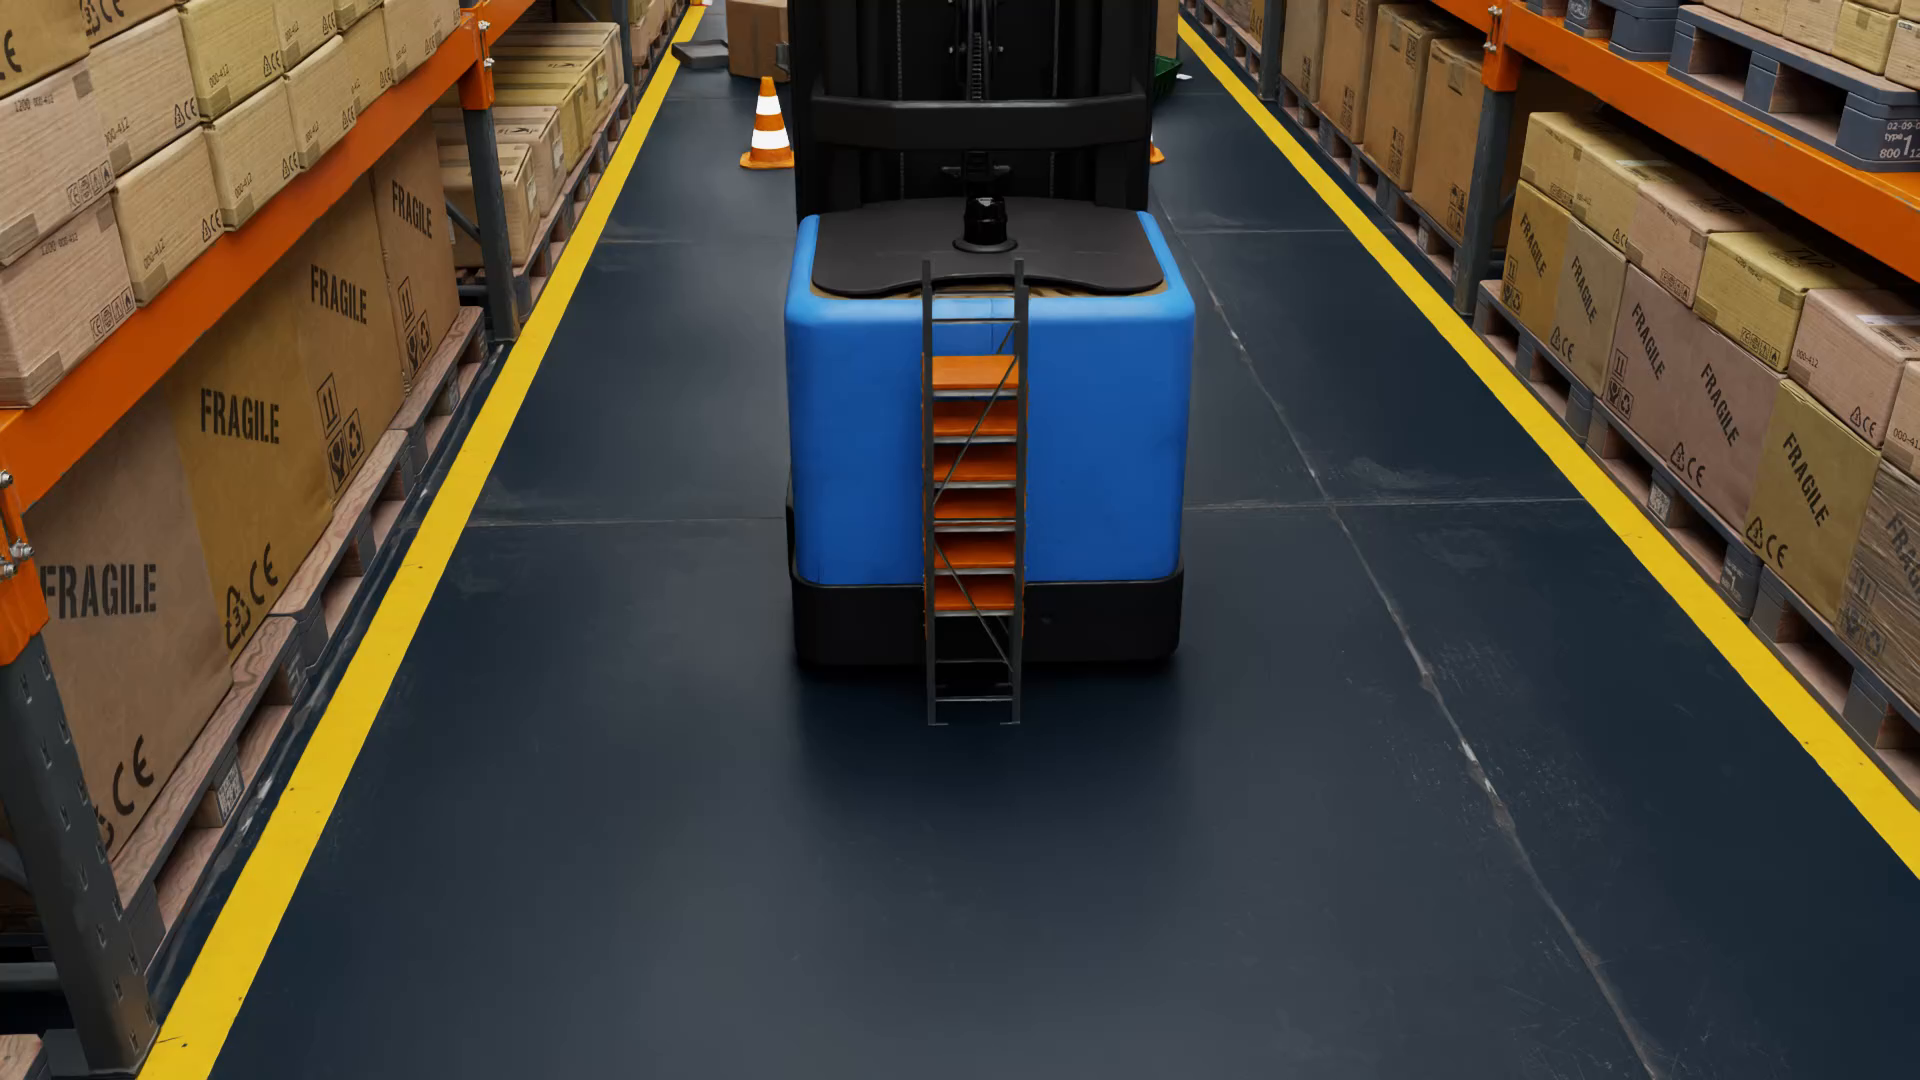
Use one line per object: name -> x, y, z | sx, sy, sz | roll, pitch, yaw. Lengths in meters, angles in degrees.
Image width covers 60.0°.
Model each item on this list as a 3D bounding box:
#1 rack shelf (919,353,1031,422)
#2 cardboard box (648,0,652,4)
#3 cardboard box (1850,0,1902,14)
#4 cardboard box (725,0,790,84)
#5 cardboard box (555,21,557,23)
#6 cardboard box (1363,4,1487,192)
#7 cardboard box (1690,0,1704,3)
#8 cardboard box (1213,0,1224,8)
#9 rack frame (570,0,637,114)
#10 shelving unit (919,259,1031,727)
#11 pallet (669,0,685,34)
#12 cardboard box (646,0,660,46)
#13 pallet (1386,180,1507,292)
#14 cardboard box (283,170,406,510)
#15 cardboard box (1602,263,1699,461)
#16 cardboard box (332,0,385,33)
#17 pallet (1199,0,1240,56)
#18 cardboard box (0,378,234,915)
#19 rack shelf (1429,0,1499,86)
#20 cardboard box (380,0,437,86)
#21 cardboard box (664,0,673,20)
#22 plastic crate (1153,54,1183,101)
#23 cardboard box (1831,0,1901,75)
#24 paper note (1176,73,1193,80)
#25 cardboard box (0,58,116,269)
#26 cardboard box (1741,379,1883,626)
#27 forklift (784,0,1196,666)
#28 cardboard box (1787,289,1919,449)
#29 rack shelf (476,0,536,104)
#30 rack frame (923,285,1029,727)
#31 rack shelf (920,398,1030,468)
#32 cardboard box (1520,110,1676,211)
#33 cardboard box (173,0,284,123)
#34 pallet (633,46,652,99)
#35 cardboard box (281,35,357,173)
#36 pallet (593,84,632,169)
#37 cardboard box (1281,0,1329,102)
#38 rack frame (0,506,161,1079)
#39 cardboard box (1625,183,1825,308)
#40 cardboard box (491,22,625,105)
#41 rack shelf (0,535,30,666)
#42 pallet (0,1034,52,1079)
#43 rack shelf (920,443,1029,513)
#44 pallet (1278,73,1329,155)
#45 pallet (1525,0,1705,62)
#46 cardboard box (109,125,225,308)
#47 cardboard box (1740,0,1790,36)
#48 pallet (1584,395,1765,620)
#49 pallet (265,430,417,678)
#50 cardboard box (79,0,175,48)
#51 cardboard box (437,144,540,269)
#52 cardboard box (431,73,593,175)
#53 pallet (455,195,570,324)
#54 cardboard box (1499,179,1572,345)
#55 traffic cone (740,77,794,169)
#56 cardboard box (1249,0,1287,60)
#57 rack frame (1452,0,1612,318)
rack shelf -> 0.033, -0.367, 3.970 | 0.258, 0.103, 0.180 | -1, 28, -2
cardboard box -> -2.324, -3.818, 11.036 | 0.500, 0.500, 0.500 | 0, 28, -1
cardboard box -> 2.542, -1.459, 4.300 | 0.380, 0.149, 0.250 | -1, 28, -2
cardboard box -> -1.220, -3.413, 11.251 | 0.500, 0.500, 0.500 | 19, 33, 32
cardboard box -> -2.823, -3.227, 10.712 | 0.500, 0.250, 0.500 | 0, 28, 0
cardboard box -> 2.633, -2.188, 8.180 | 1.050, 0.750, 0.750 | -1, 28, -2
cardboard box -> 2.489, -1.802, 5.279 | 0.380, 0.149, 0.250 | 0, 28, 0
cardboard box -> 2.355, -4.533, 12.540 | 0.875, 0.875, 0.875 | -2, 28, -3
rack frame -> -2.523, -3.993, 9.662 | 1.000, 3.000, 0.127 | -1, 28, -3
shelving unit -> 0.033, -0.089, 4.120 | 0.258, 1.200, 0.189 | -1, 28, -2
pallet -> -2.721, -4.193, 13.061 | 1.003, 0.211, 1.213 | -1, 28, -3
cardboard box -> -2.324, -3.485, 11.208 | 0.500, 0.250, 0.500 | 0, 28, 0
pallet -> 2.658, -1.441, 7.786 | 1.003, 0.211, 1.213 | -1, 28, -3
cardboard box -> -2.319, -0.657, 5.109 | 0.875, 0.875, 0.875 | -1, 28, -2
cardboard box -> 2.467, -0.588, 5.383 | 0.500, 0.500, 0.500 | -2, 28, -4
cardboard box -> -1.958, -1.611, 4.716 | 0.500, 0.250, 0.500 | -2, 28, -4
pallet -> 2.386, -3.841, 12.386 | 1.003, 0.211, 1.213 | -1, 28, -3
cardboard box -> -2.218, 0.173, 3.518 | 0.875, 0.875, 0.875 | -1, 28, -1
rack shelf -> 2.519, -2.917, 8.376 | 1.077, 0.370, 4.000 | -1, 28, -3
cardboard box -> -1.986, -1.616, 5.268 | 0.500, 0.250, 0.500 | -1, 28, -2
cardboard box -> -2.369, -3.960, 12.117 | 0.500, 0.250, 0.500 | -2, 28, -4
plastic crate -> 1.097, -2.987, 10.711 | 0.450, 0.188, 0.662 | 22, 34, 18
cardboard box -> 2.543, -1.320, 4.354 | 0.380, 0.149, 0.250 | 0, 28, 0
paper note -> 1.475, -3.132, 11.221 | 0.147, 0.020, 0.142 | -23, 35, -37
cardboard box -> -1.847, -0.664, 2.900 | 0.500, 0.250, 0.500 | -2, 28, -4
cardboard box -> 2.516, -0.115, 4.476 | 0.500, 0.500, 0.500 | -2, 28, -4
forklift -> 0.028, -1.606, 5.159 | 1.130, 2.935, 3.031 | -1, 28, -2
cardboard box -> 2.528, -0.451, 4.308 | 0.500, 0.250, 0.500 | 0, 28, 0
rack shelf -> -2.419, -2.750, 8.058 | 1.077, 0.370, 4.000 | -1, 28, -3
rack frame -> 0.036, -0.046, 4.040 | 0.240, 1.200, 0.006 | -1, 28, -2
rack shelf -> 0.033, -0.261, 4.027 | 0.258, 0.103, 0.180 | -1, 28, -2
cardboard box -> 2.418, -1.398, 6.125 | 0.500, 0.250, 0.500 | -3, 28, -5
cardboard box -> -1.902, -1.137, 3.809 | 0.500, 0.250, 0.500 | -1, 28, -2
pallet -> -2.594, -3.066, 10.900 | 1.003, 0.211, 1.213 | -1, 28, -3
cardboard box -> -1.921, -1.149, 4.371 | 0.500, 0.250, 0.500 | -2, 28, -3
pallet -> -2.481, -2.397, 9.618 | 1.003, 0.211, 1.213 | -1, 28, -3
cardboard box -> 2.537, -3.063, 9.859 | 1.050, 0.750, 0.750 | -2, 28, -3
rack frame -> -2.106, -0.299, 2.579 | 1.000, 3.000, 0.127 | -1, 28, -3
cardboard box -> 2.457, -0.935, 5.237 | 0.500, 0.250, 0.500 | -1, 28, -2
cardboard box -> -2.493, -2.772, 9.709 | 0.950, 0.372, 0.625 | -1, 28, -2
rack shelf -> -2.001, 0.944, 0.974 | 1.077, 0.370, 4.000 | -1, 28, -3
pallet -> -2.144, 1.291, 2.547 | 1.003, 0.211, 1.213 | -1, 28, -3
rack shelf -> 0.033, -0.156, 4.084 | 0.258, 0.103, 0.180 | -1, 28, -2
pallet -> 2.530, -2.568, 9.946 | 1.003, 0.211, 1.213 | -1, 28, -3
pallet -> 2.767, -1.900, 5.857 | 1.213, 0.211, 1.003 | -1, 28, -3
cardboard box -> -1.893, -0.681, 3.473 | 0.500, 0.250, 0.500 | -2, 28, -4
cardboard box -> 2.517, -1.563, 4.821 | 0.380, 0.149, 0.250 | -1, 28, -2
pallet -> 2.724, -0.153, 5.314 | 1.003, 0.211, 1.213 | -1, 28, -3
pallet -> -2.288, 0.019, 4.986 | 1.003, 0.211, 1.213 | -1, 28, -3
cardboard box -> -1.896, -1.231, 3.176 | 0.500, 0.500, 0.500 | -2, 28, -3
cardboard box -> -2.334, -1.428, 7.132 | 0.950, 0.372, 0.625 | -3, 28, -6
cardboard box -> -2.414, -2.119, 8.457 | 0.950, 0.372, 0.625 | 0, 28, -1
pallet -> -2.354, -1.270, 7.457 | 1.003, 0.211, 1.213 | -1, 28, -3
cardboard box -> 2.406, -1.057, 6.282 | 0.500, 0.500, 0.500 | -3, 28, -5
traffic cone -> -1.060, -2.329, 9.216 | 0.336, 0.463, 0.334 | -1, 28, -3
cardboard box -> 2.452, -3.695, 10.935 | 0.875, 0.875, 0.875 | -1, 28, -2
rack frame -> 2.624, -2.312, 6.439 | 1.000, 3.000, 0.127 | -1, 28, -3
